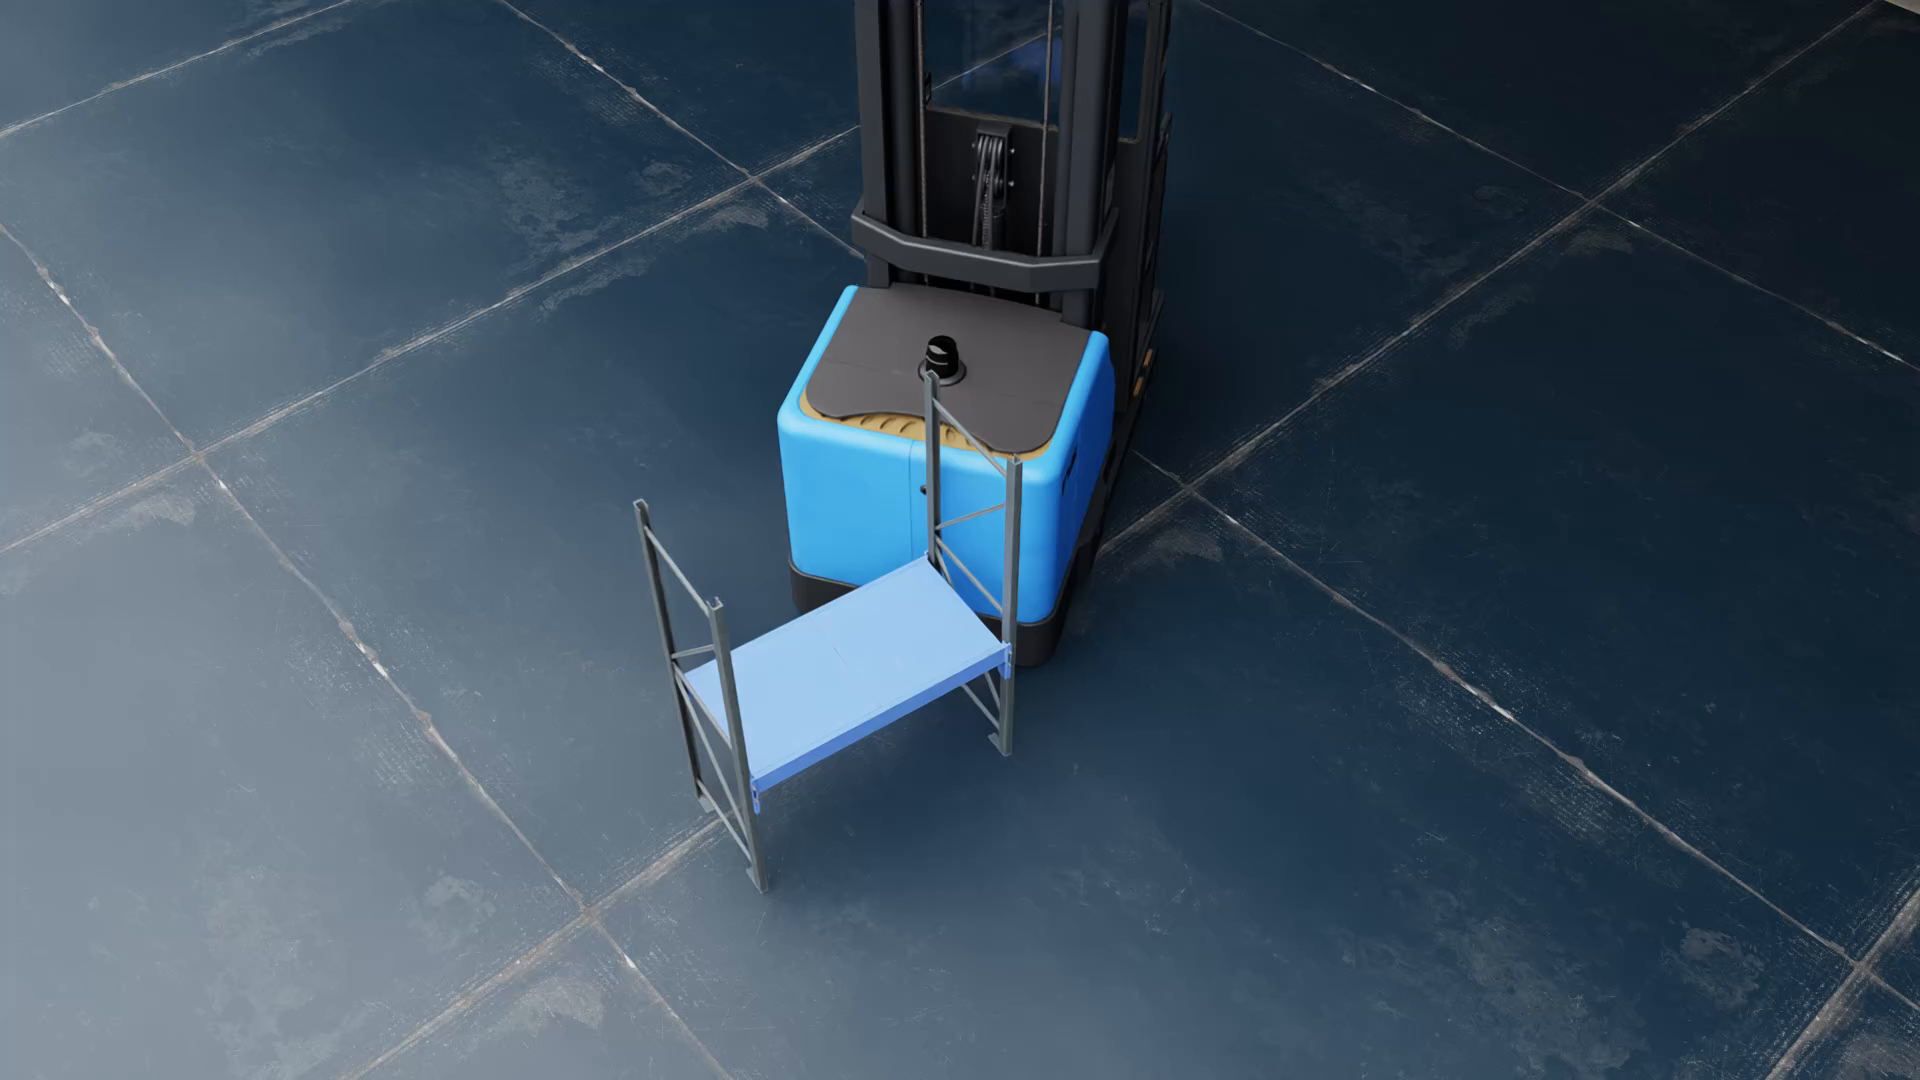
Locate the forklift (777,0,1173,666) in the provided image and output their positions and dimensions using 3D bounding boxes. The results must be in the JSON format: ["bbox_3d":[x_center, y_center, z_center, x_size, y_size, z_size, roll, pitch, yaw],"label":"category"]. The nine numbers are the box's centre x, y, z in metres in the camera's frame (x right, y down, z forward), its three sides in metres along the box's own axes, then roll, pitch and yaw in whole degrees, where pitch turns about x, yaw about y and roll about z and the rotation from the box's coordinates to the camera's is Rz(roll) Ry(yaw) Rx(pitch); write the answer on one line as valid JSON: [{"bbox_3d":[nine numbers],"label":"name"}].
[{"bbox_3d":[0.254,-1.626,6.309,1.130,2.935,3.031,12,48,11],"label":"forklift"}]

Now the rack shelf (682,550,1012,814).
[{"bbox_3d":[-0.384,0.458,5.605,1.000,0.185,0.538,-26,53,-22],"label":"rack shelf"}]

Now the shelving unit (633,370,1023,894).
[{"bbox_3d":[-0.384,0.336,5.473,1.048,1.500,0.538,-26,53,-22],"label":"shelving unit"}]

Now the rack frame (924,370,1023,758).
[{"bbox_3d":[0.038,0.127,5.665,0.032,1.500,0.500,-26,53,-22],"label":"rack frame"}]

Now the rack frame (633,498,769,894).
[{"bbox_3d":[-0.806,0.544,5.281,0.032,1.500,0.500,-26,53,-22],"label":"rack frame"}]
